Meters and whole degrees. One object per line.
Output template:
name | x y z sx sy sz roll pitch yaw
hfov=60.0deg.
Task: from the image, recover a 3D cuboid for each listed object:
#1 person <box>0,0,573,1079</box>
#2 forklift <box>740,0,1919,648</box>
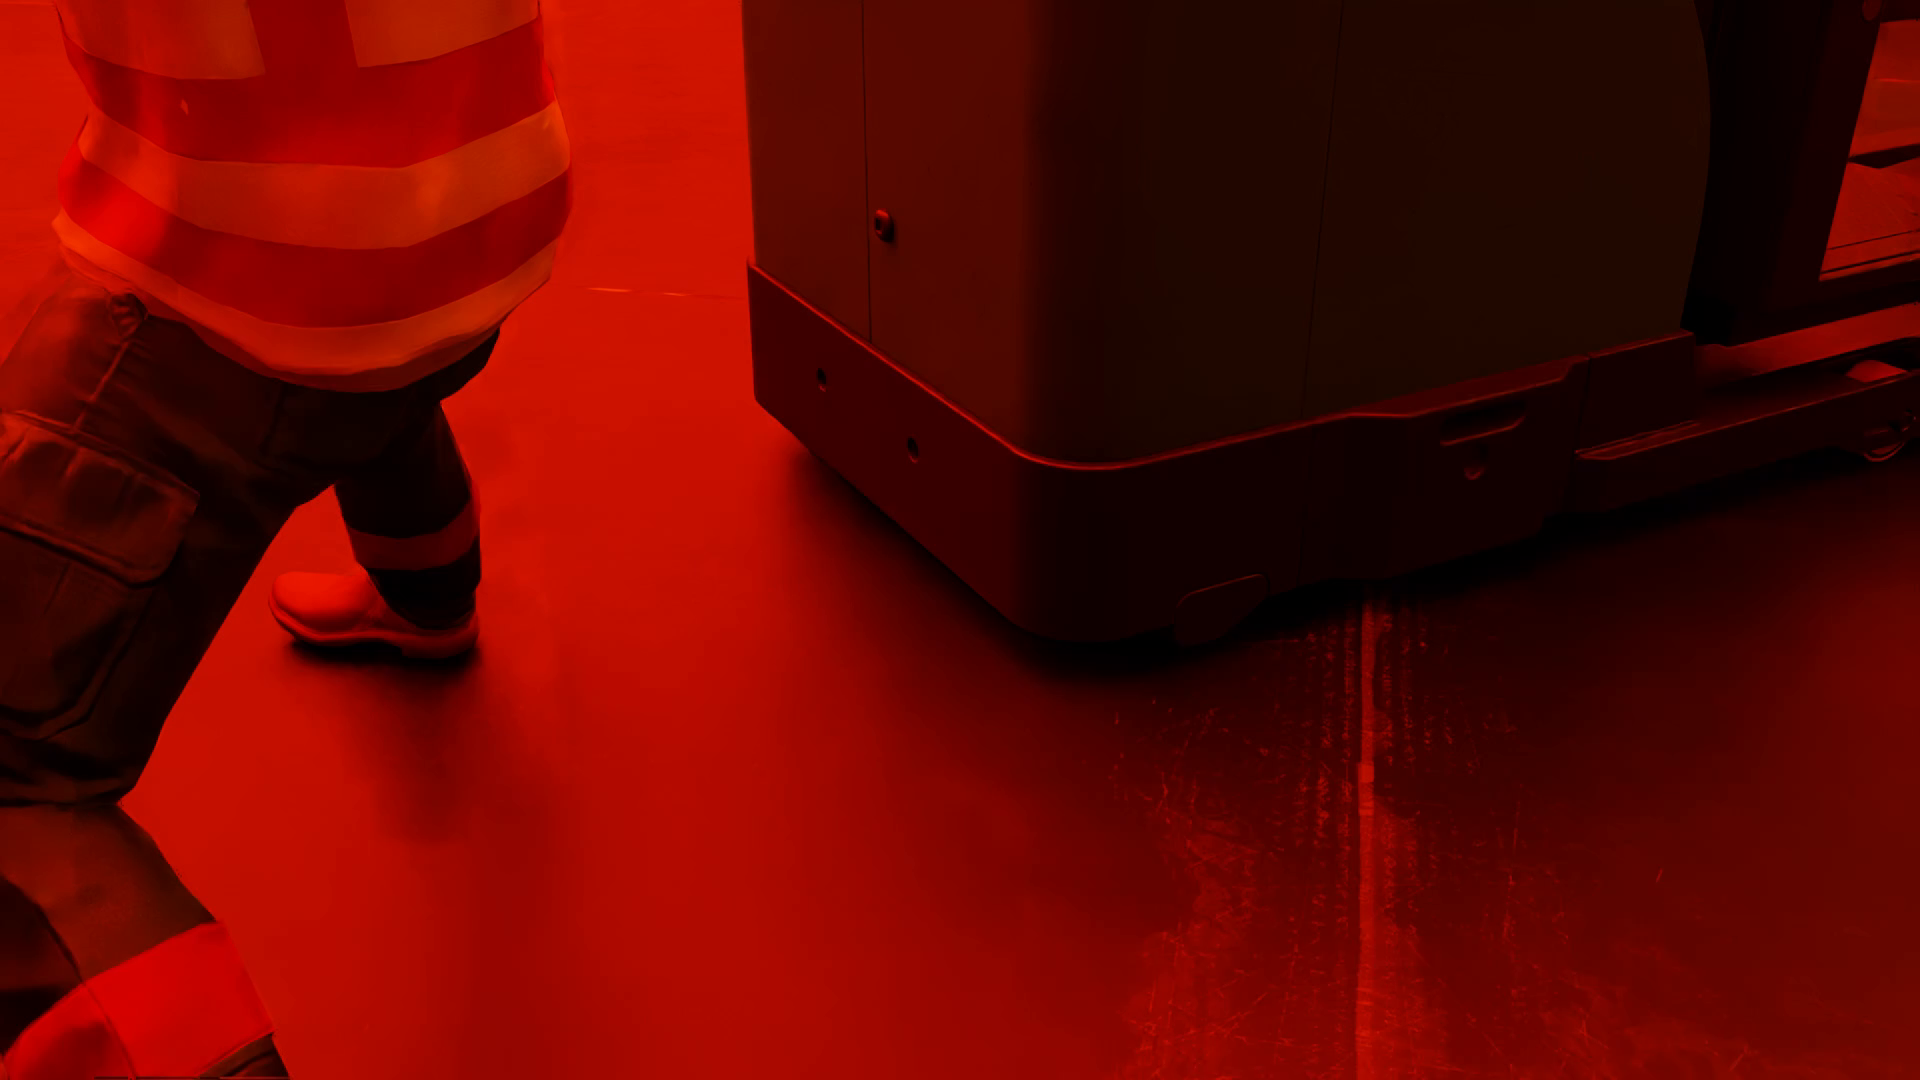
person | -0.668 -0.286 1.307 0.968 1.558 1.239 10 28 18
forklift | 1.194 -1.631 2.480 3.031 2.935 1.130 -14 30 -25
